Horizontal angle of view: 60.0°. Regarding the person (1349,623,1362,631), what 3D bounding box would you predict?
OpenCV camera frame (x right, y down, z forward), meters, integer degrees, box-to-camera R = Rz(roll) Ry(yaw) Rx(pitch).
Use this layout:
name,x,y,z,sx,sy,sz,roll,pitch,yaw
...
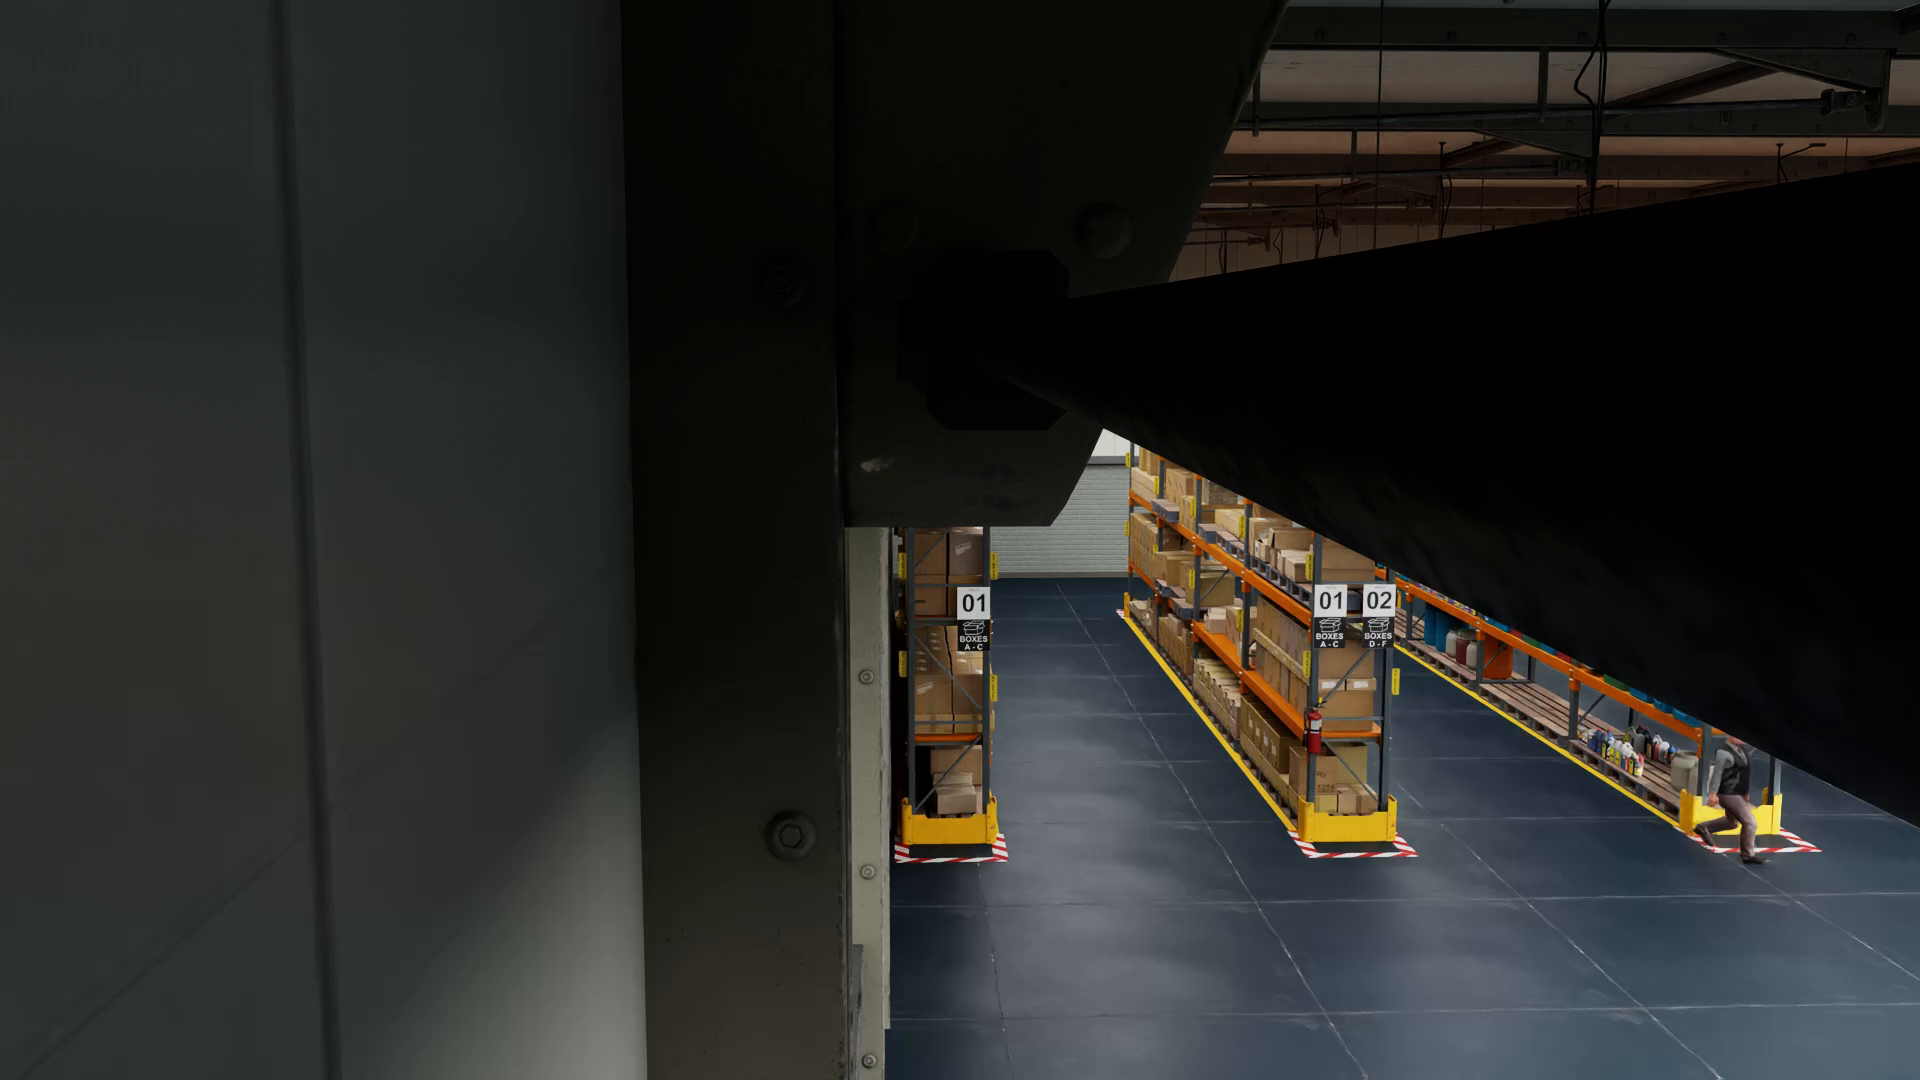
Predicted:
name,x,y,z,sx,sy,sz,roll,pitch,yaw
person,6.570,1.948,27.809,0.433,1.601,1.044,-2,7,-12

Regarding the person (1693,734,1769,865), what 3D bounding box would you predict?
name,x,y,z,sx,sy,sz,roll,pitch,yaw
person,9.167,3.045,19.769,0.937,1.555,0.543,7,10,43
